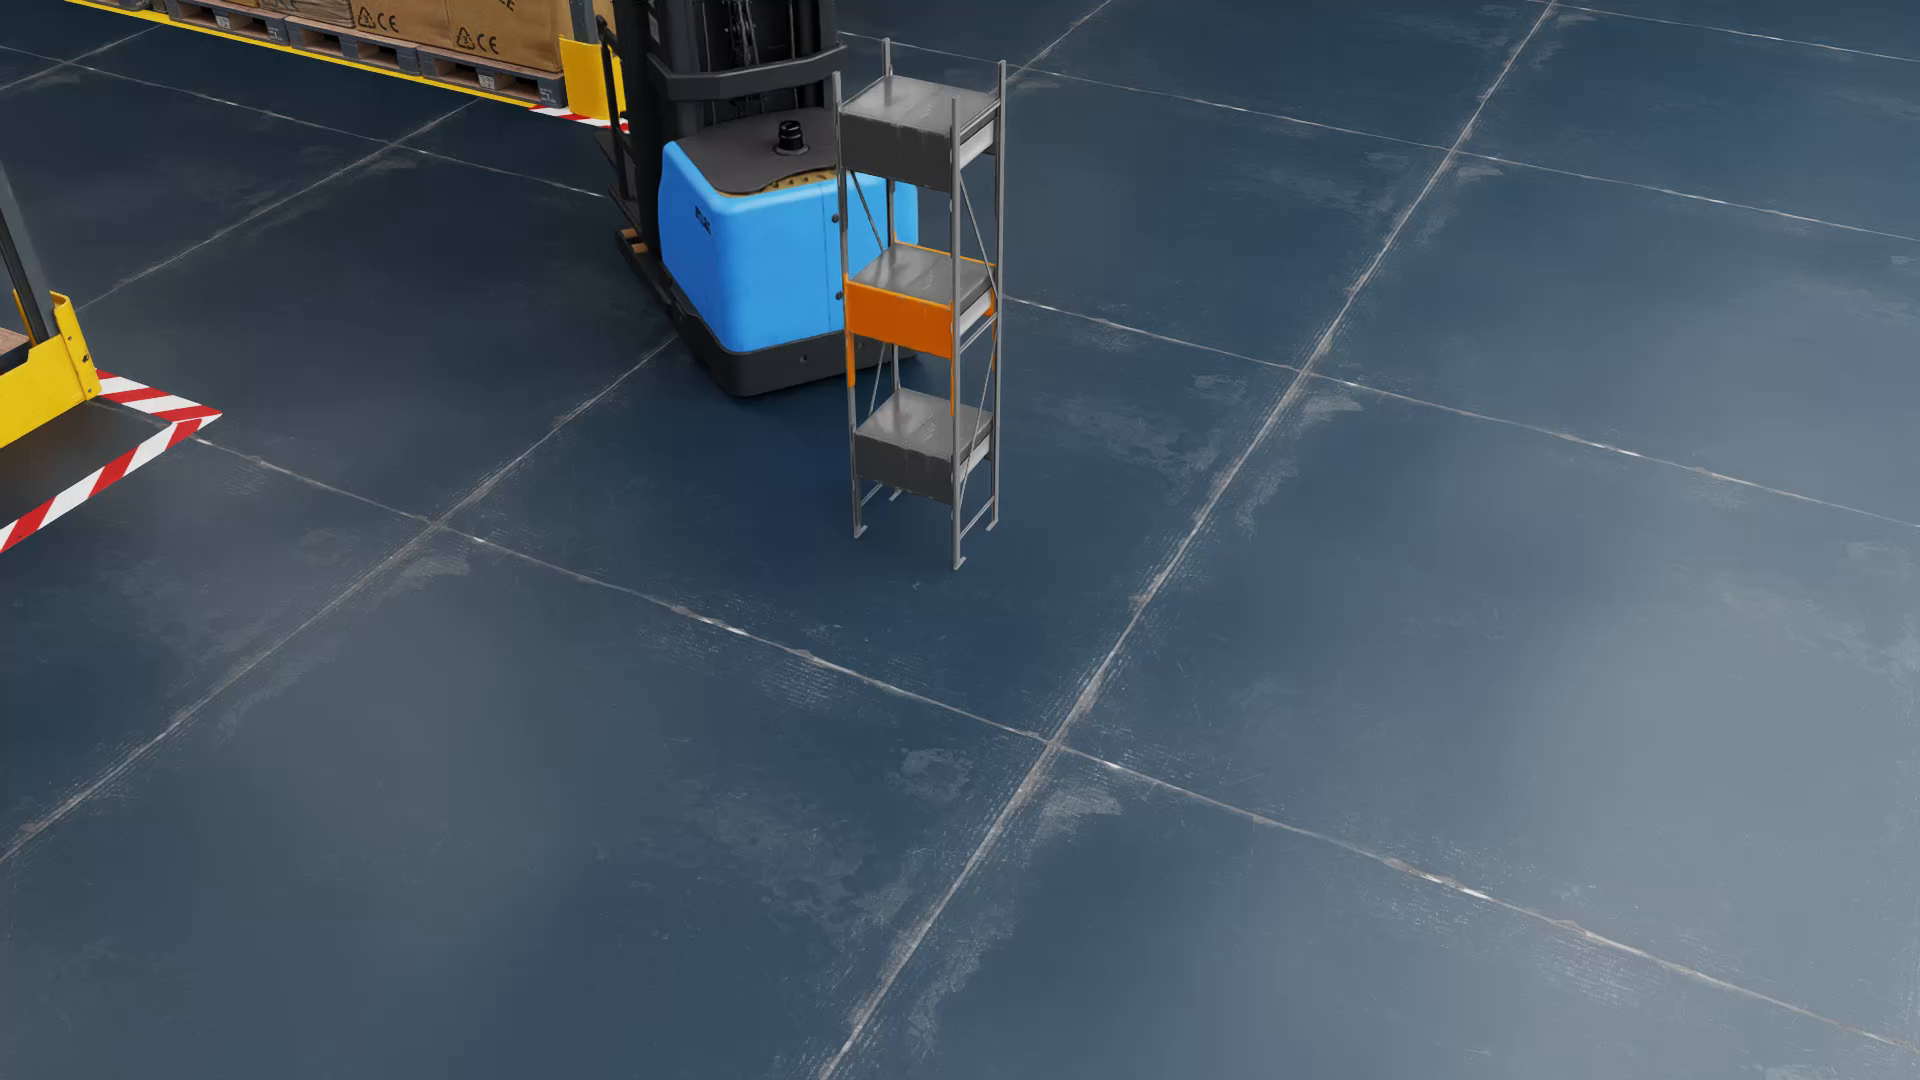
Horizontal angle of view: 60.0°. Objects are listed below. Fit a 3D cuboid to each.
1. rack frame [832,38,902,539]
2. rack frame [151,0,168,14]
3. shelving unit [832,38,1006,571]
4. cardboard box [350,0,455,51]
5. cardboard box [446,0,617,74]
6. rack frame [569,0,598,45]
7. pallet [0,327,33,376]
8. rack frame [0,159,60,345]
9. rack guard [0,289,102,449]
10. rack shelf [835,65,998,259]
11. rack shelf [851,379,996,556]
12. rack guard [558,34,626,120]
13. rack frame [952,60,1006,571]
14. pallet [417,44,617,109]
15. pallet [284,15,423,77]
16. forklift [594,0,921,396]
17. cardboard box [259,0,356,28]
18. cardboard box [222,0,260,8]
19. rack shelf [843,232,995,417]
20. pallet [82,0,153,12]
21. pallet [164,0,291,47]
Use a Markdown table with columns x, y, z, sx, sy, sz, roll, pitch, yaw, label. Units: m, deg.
| x | y | z | sx | sy | sz | roll | pitch | yaw | label |
| --- | --- | --- | --- | --- | --- | --- | --- | --- | --- |
| -0.364 | -0.950 | 6.765 | 0.015 | 2.100 | 0.400 | 17 | 41 | 21 | rack frame |
| -5.756 | -5.405 | 11.889 | 0.127 | 3.000 | 1.000 | 17 | 41 | 21 | rack frame |
| -0.147 | -0.882 | 6.676 | 0.503 | 2.100 | 0.431 | 17 | 41 | 21 | shelving unit |
| -3.619 | -4.010 | 11.462 | 0.875 | 0.875 | 0.875 | 17 | 40 | 21 | cardboard box |
| -2.837 | -3.767 | 11.141 | 0.875 | 0.875 | 0.875 | 18 | 41 | 22 | cardboard box |
| -2.204 | -4.293 | 10.424 | 0.127 | 3.000 | 1.000 | 17 | 41 | 21 | rack frame |
| -5.347 | -0.813 | 8.146 | 1.213 | 0.211 | 1.003 | 17 | 41 | 21 | pallet |
| -4.575 | -1.658 | 6.953 | 0.127 | 3.000 | 1.000 | 17 | 41 | 21 | rack frame |
| -4.642 | -0.683 | 7.737 | 0.348 | 0.500 | 1.175 | 17 | 41 | 21 | rack guard |
| -0.147 | -1.429 | 6.261 | 0.480 | 0.518 | 0.431 | 17 | 41 | 21 | rack shelf |
| -0.147 | -0.314 | 7.107 | 0.480 | 0.518 | 0.431 | 17 | 41 | 21 | rack shelf |
| -2.183 | -3.290 | 11.171 | 0.348 | 0.500 | 1.175 | 17 | 41 | 21 | rack guard |
| 0.070 | -0.815 | 6.586 | 0.015 | 2.100 | 0.400 | 17 | 41 | 21 | rack frame |
| -2.950 | -3.362 | 11.505 | 1.213 | 0.211 | 1.003 | 17 | 41 | 21 | pallet |
| -4.029 | -3.702 | 11.953 | 1.213 | 0.211 | 1.003 | 17 | 41 | 21 | pallet |
| -1.279 | -2.745 | 8.442 | 1.130 | 2.935 | 3.031 | -16 | 40 | -20 | forklift |
| -4.428 | -4.265 | 11.797 | 0.875 | 0.875 | 0.875 | 18 | 41 | 22 | cardboard box |
| -5.230 | -4.513 | 12.125 | 0.875 | 0.875 | 0.875 | 18 | 41 | 22 | cardboard box |
| -0.147 | -0.872 | 6.684 | 0.480 | 0.518 | 0.431 | 17 | 41 | 21 | rack shelf |
| -6.476 | -4.468 | 12.962 | 1.213 | 0.211 | 1.003 | 17 | 41 | 21 | pallet |
| -5.117 | -4.041 | 12.398 | 1.213 | 0.211 | 1.003 | 17 | 41 | 21 | pallet |
